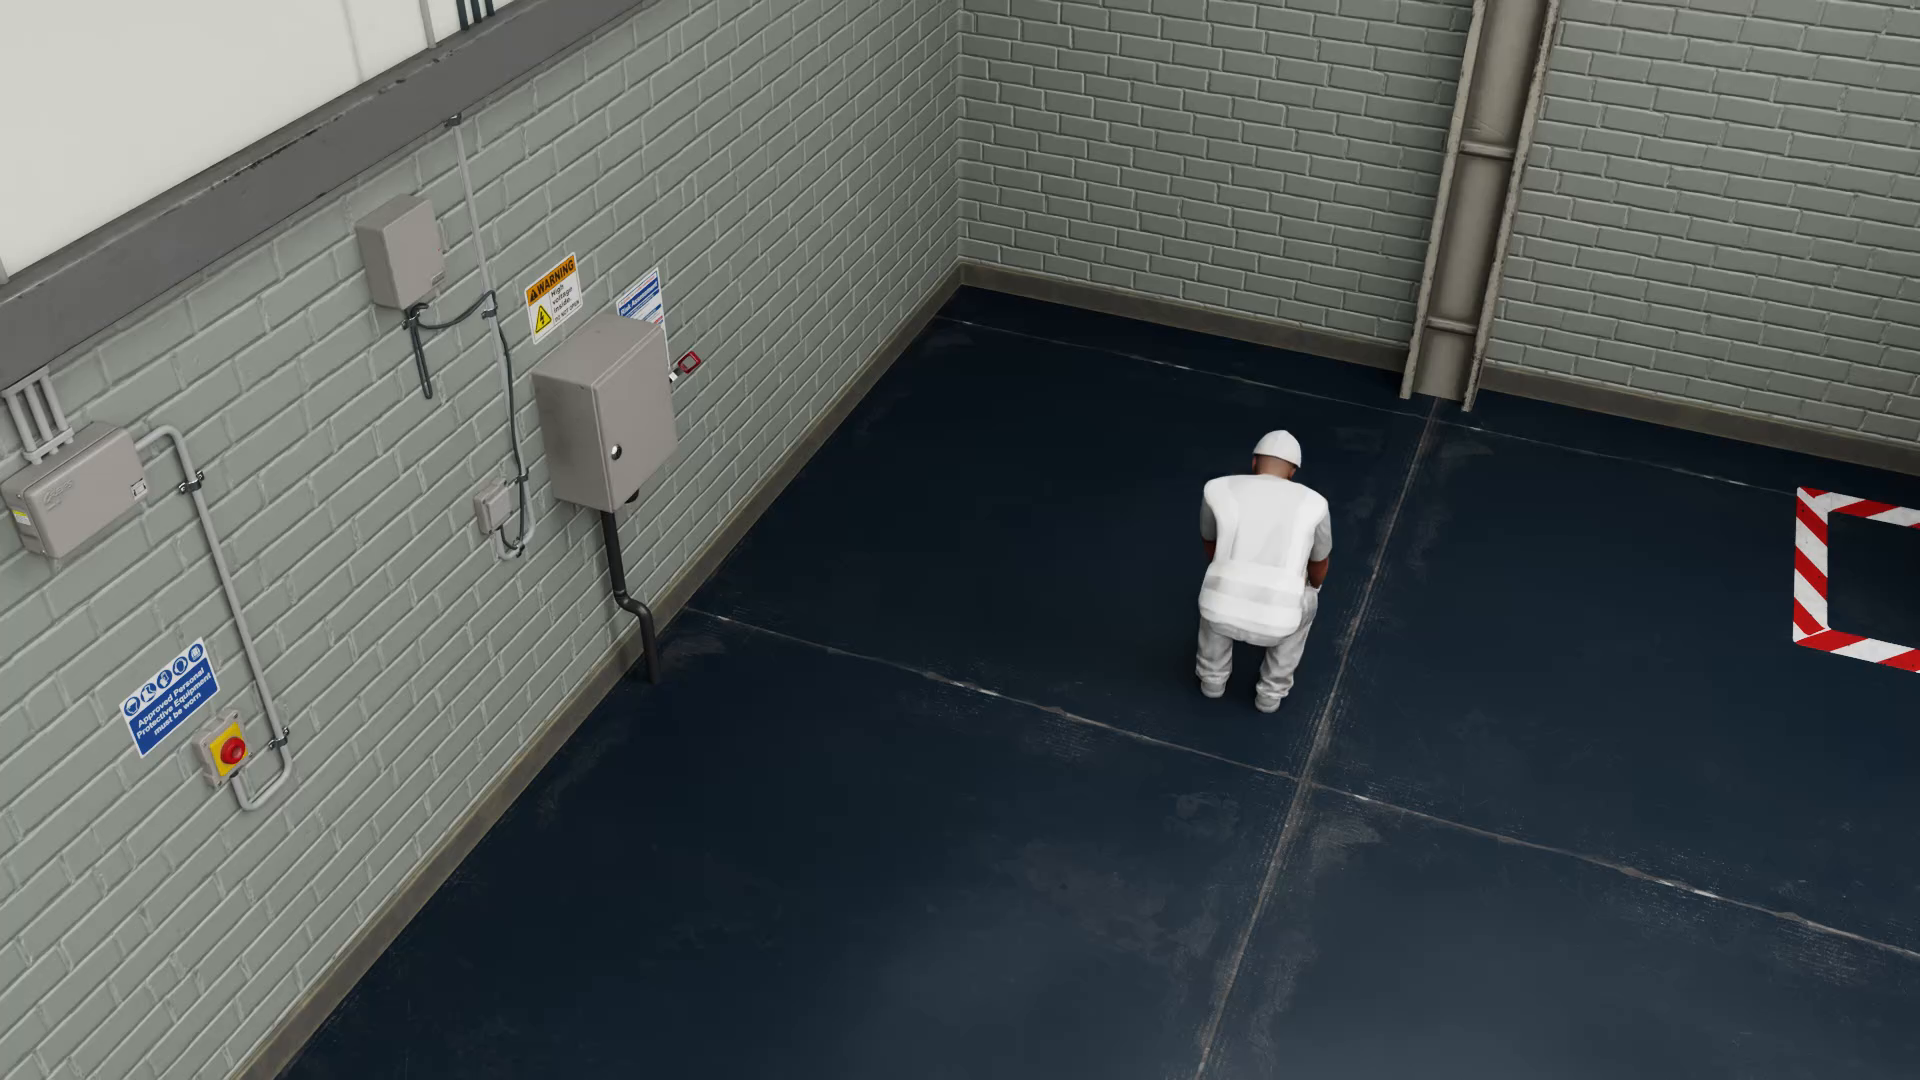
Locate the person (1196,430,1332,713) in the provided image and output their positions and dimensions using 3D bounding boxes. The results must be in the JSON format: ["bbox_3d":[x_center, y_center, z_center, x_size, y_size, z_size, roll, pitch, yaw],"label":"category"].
[{"bbox_3d":[1.268,0.158,7.196,0.585,1.062,0.890,14,39,18],"label":"person"}]
